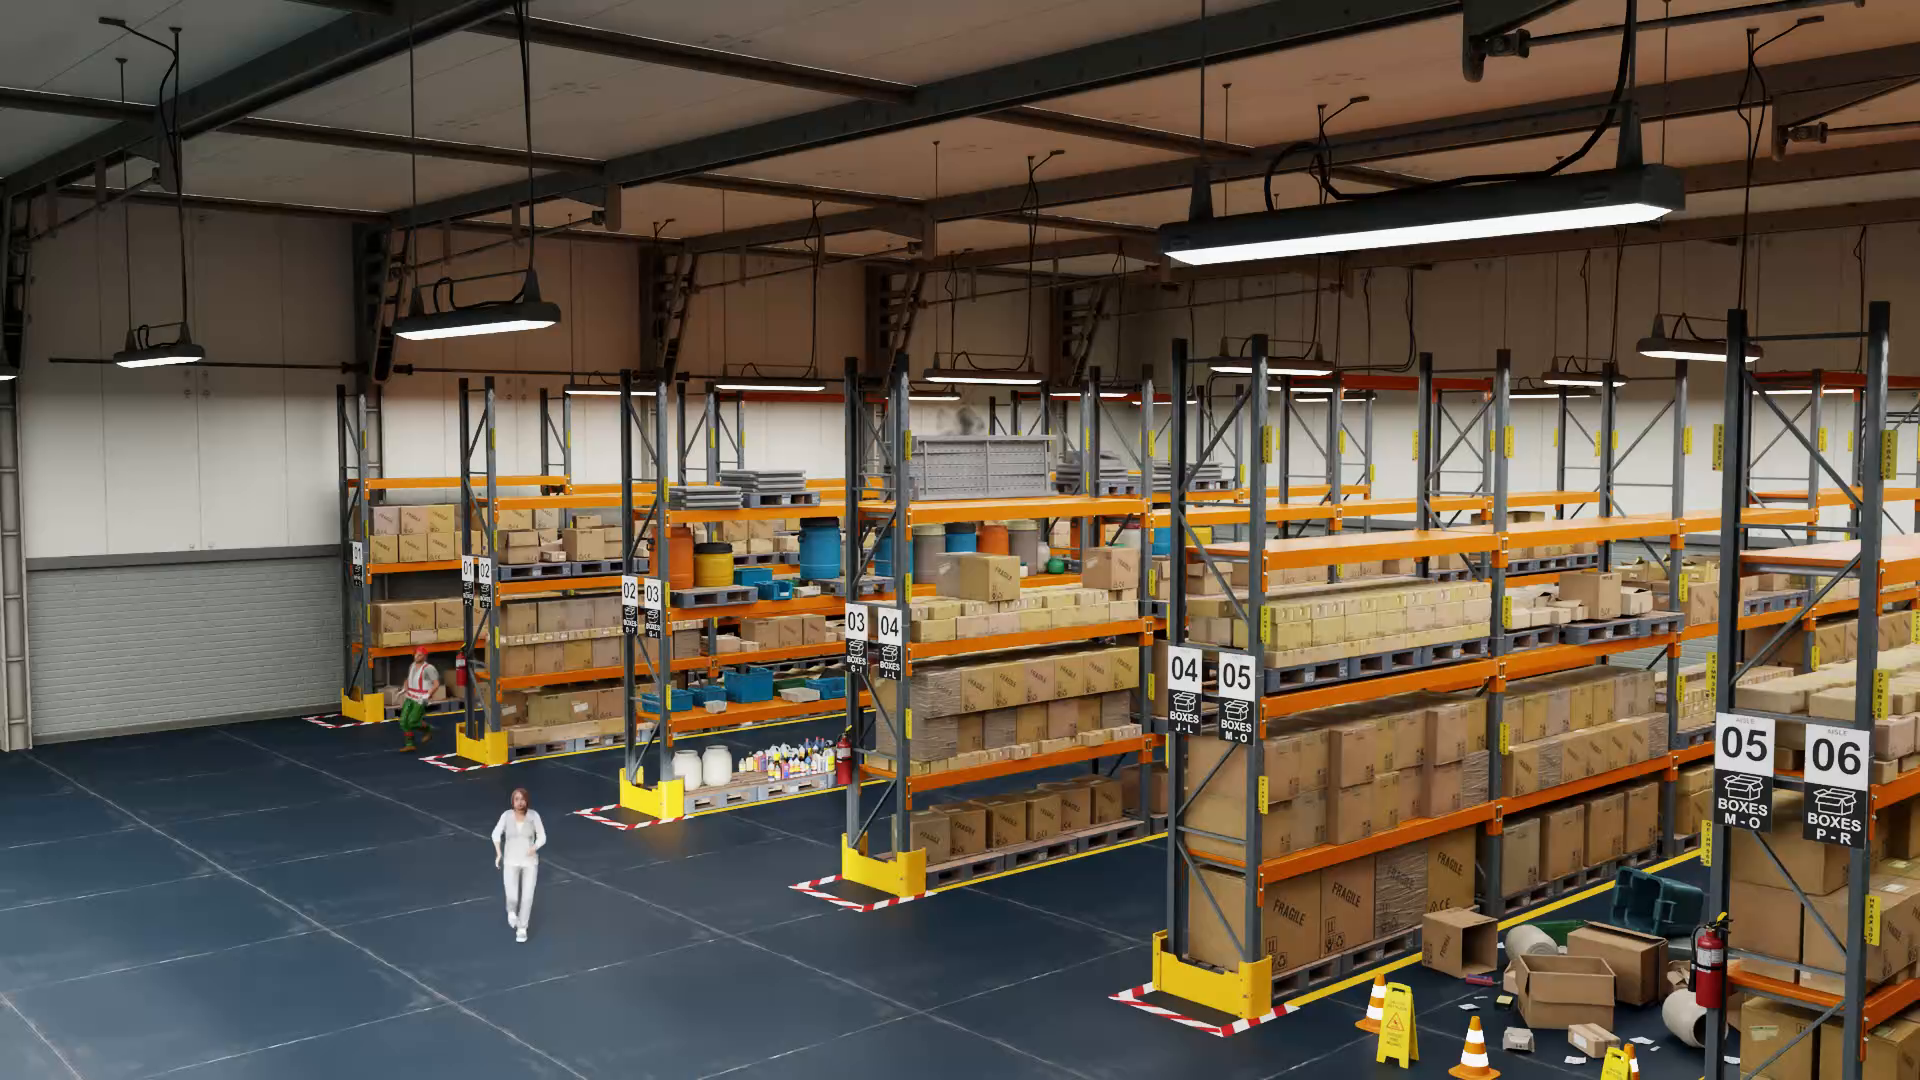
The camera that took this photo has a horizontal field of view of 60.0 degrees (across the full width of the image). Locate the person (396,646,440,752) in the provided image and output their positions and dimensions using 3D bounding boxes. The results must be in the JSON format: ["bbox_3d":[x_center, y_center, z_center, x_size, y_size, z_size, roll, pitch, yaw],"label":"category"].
[{"bbox_3d":[-8.676,2.553,26.755,0.709,1.726,0.575,2,4,31],"label":"person"}]

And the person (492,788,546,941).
[{"bbox_3d":[-4.449,3.286,16.800,0.530,1.556,0.537,-1,4,-15],"label":"person"}]
